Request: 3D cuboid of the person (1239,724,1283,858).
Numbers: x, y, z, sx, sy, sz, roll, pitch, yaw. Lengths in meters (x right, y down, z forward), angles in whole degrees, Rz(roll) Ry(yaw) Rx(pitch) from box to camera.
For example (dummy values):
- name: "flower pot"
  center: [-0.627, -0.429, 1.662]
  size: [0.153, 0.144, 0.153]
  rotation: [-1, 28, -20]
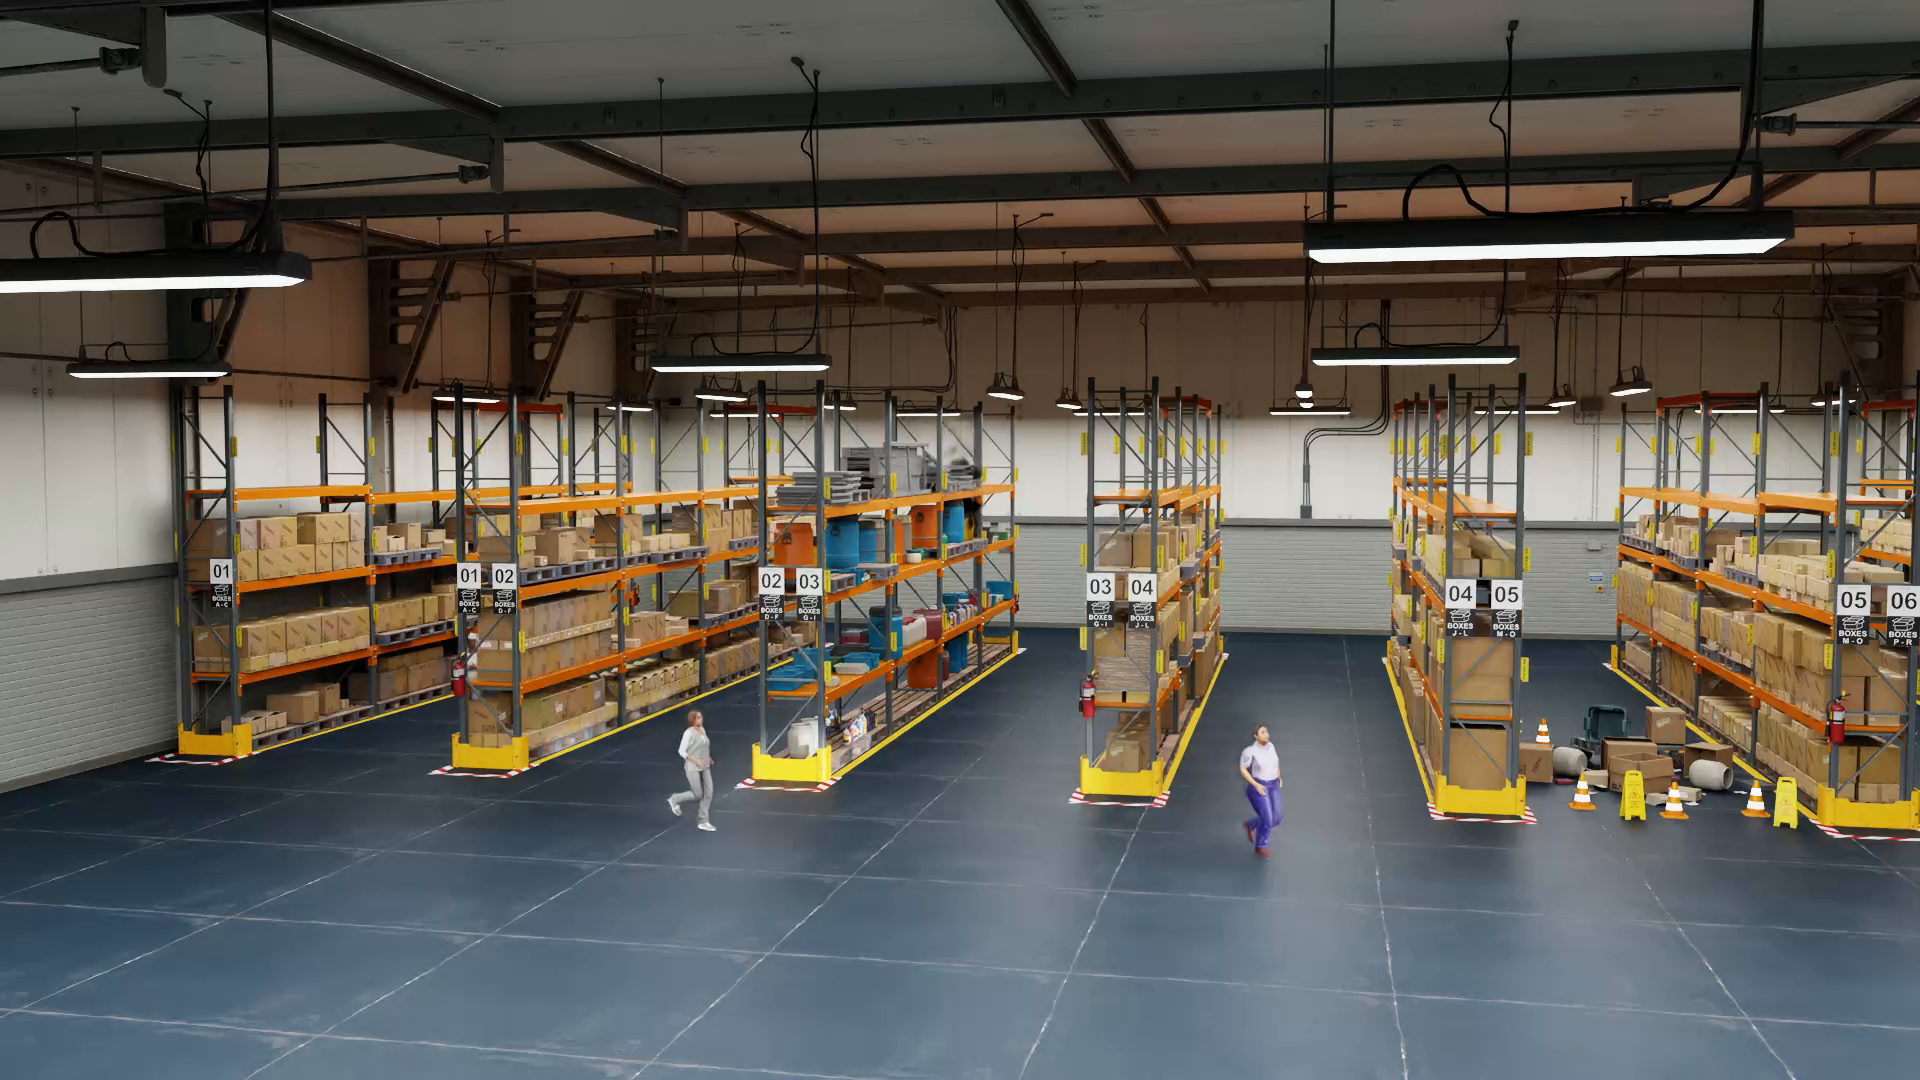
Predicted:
- name: "person"
  center: [3.686, 3.064, 20.458]
  size: [0.602, 1.618, 0.546]
  rotation: [-2, 4, -36]

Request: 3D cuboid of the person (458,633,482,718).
- name: "person"
  center: [-8.443, 2.506, 28.760]
  size: [0.676, 1.820, 0.738]
  rotation: [0, 3, 5]

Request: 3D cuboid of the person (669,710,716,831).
- name: "person"
  center: [-3.485, 3.004, 21.790]
  size: [0.717, 1.576, 0.536]
  rotation: [2, 4, 29]
